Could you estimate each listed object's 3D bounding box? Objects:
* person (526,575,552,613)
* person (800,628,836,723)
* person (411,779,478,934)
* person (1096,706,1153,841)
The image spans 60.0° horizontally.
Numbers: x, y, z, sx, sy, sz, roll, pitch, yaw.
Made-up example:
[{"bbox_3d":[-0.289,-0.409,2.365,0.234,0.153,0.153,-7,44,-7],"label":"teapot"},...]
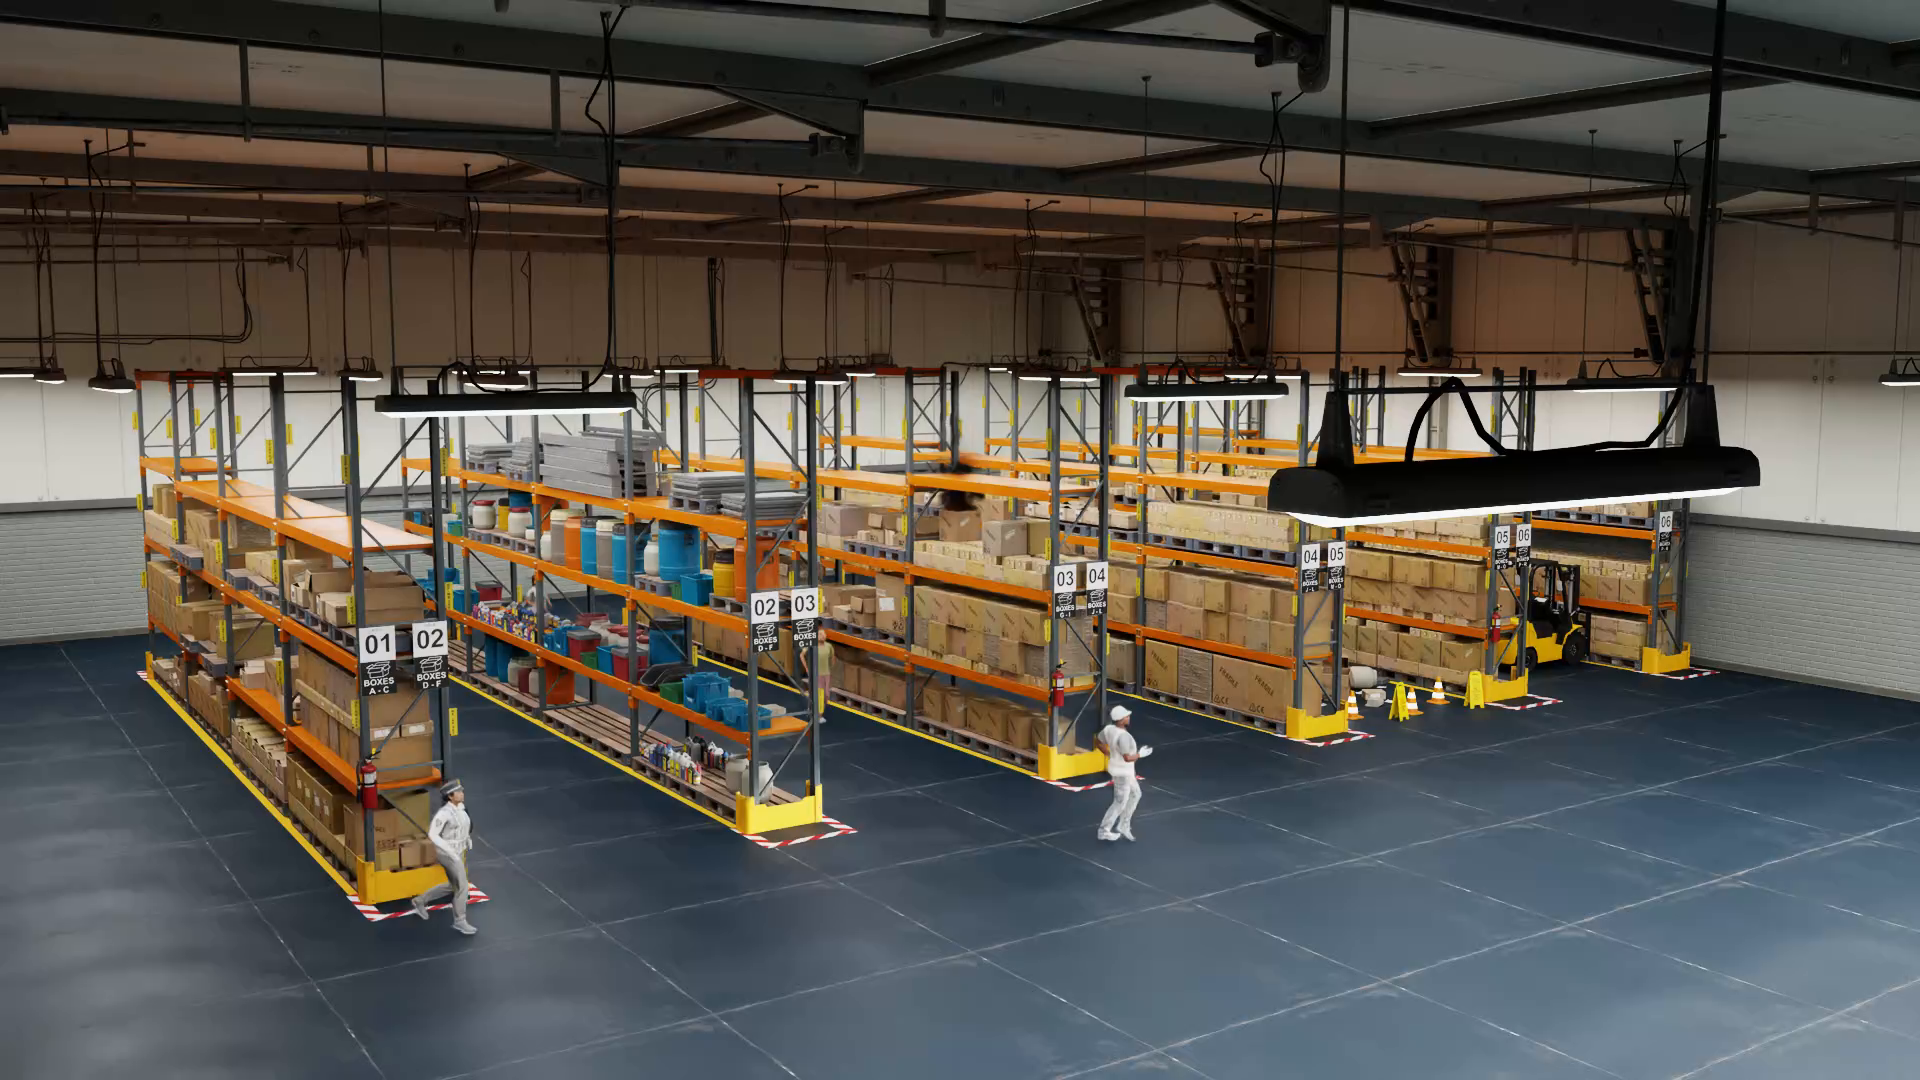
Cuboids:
[{"bbox_3d":[-8.912,1.533,35.294,0.536,1.625,0.598,6,9,42],"label":"person"},{"bbox_3d":[-2.371,2.312,28.394,0.624,1.638,0.514,-4,8,-31],"label":"person"},{"bbox_3d":[-5.648,3.451,18.259,0.732,1.704,0.629,0,6,4],"label":"person"},{"bbox_3d":[2.114,3.035,21.448,0.702,1.826,0.654,-1,6,-6],"label":"person"}]
